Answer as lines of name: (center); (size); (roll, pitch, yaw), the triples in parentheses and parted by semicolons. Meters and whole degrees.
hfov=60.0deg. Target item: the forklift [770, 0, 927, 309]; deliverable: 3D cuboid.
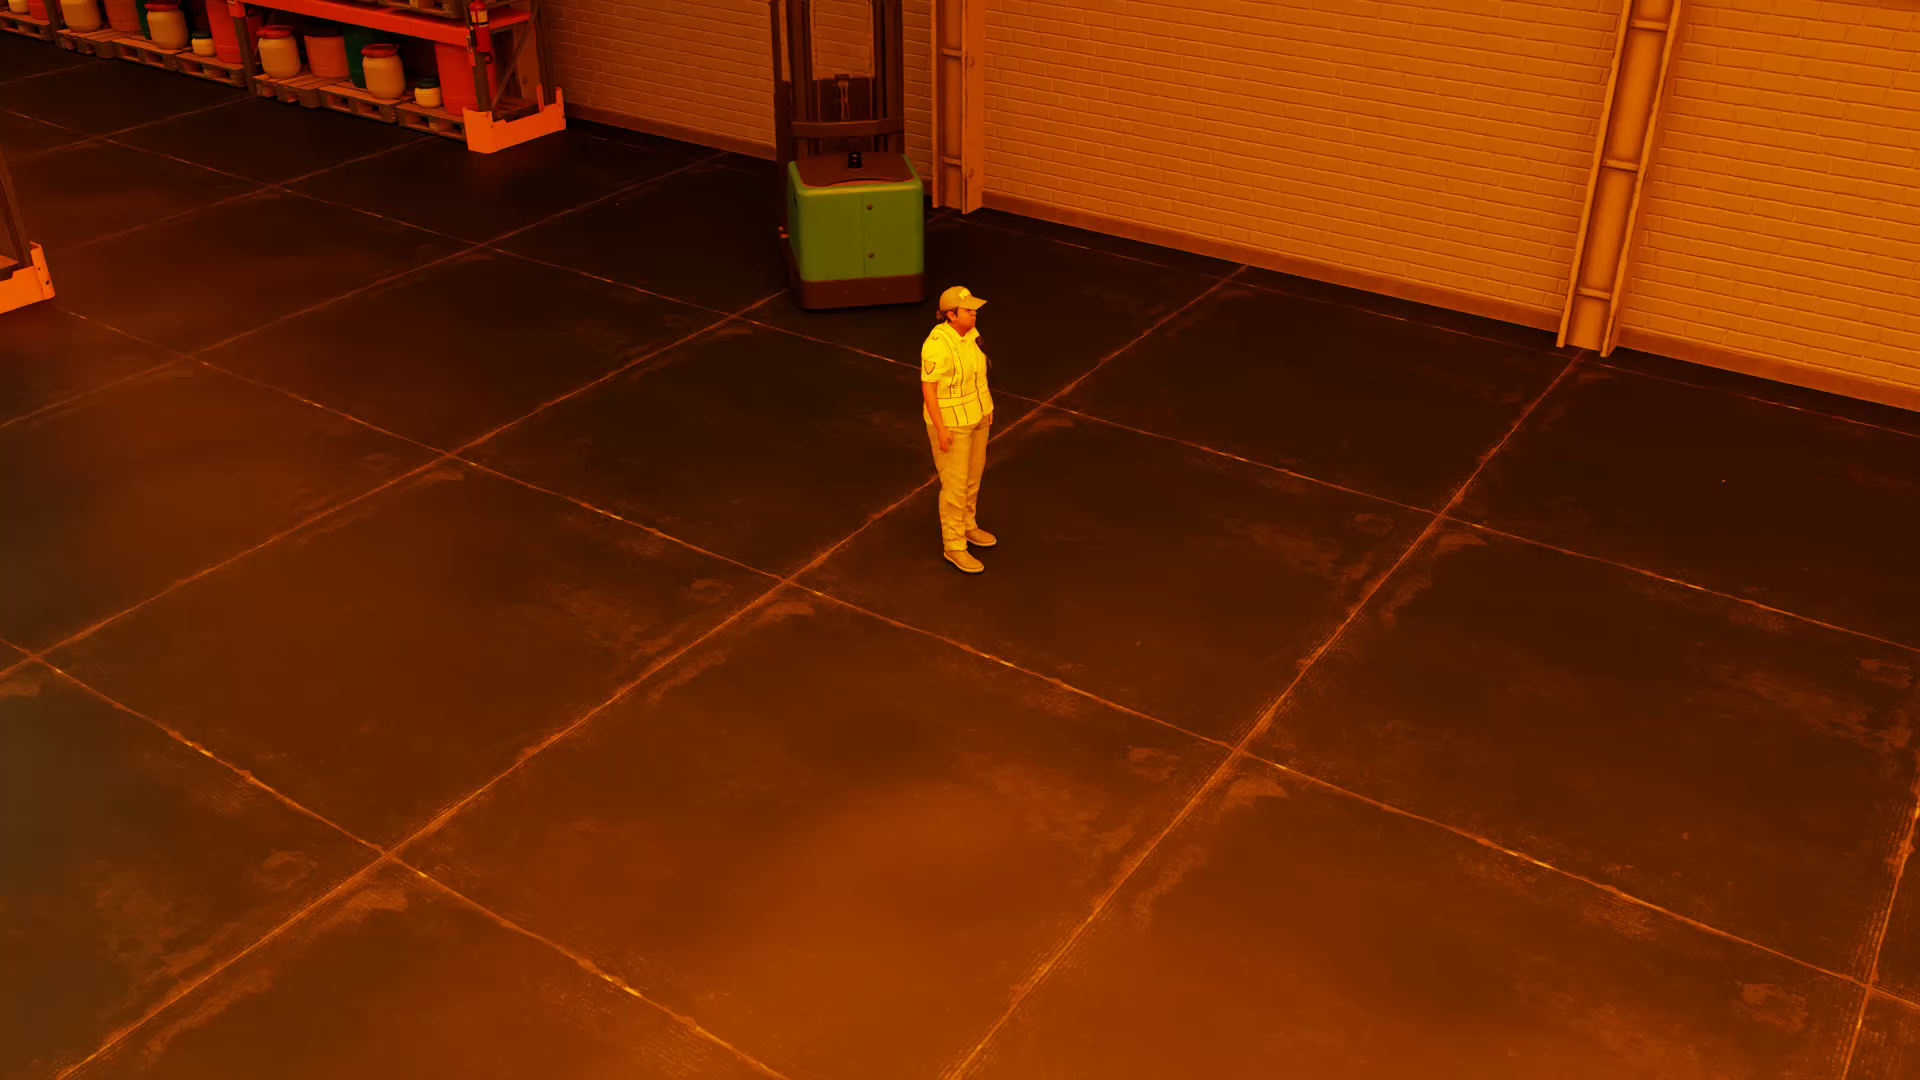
forklift: (-1.065, -3.878, 14.259); (1.130, 2.935, 3.031); (-6, 31, -10)

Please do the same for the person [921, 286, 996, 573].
person: (0.051, -0.696, 10.025); (0.529, 1.670, 0.599); (19, 35, 29)
